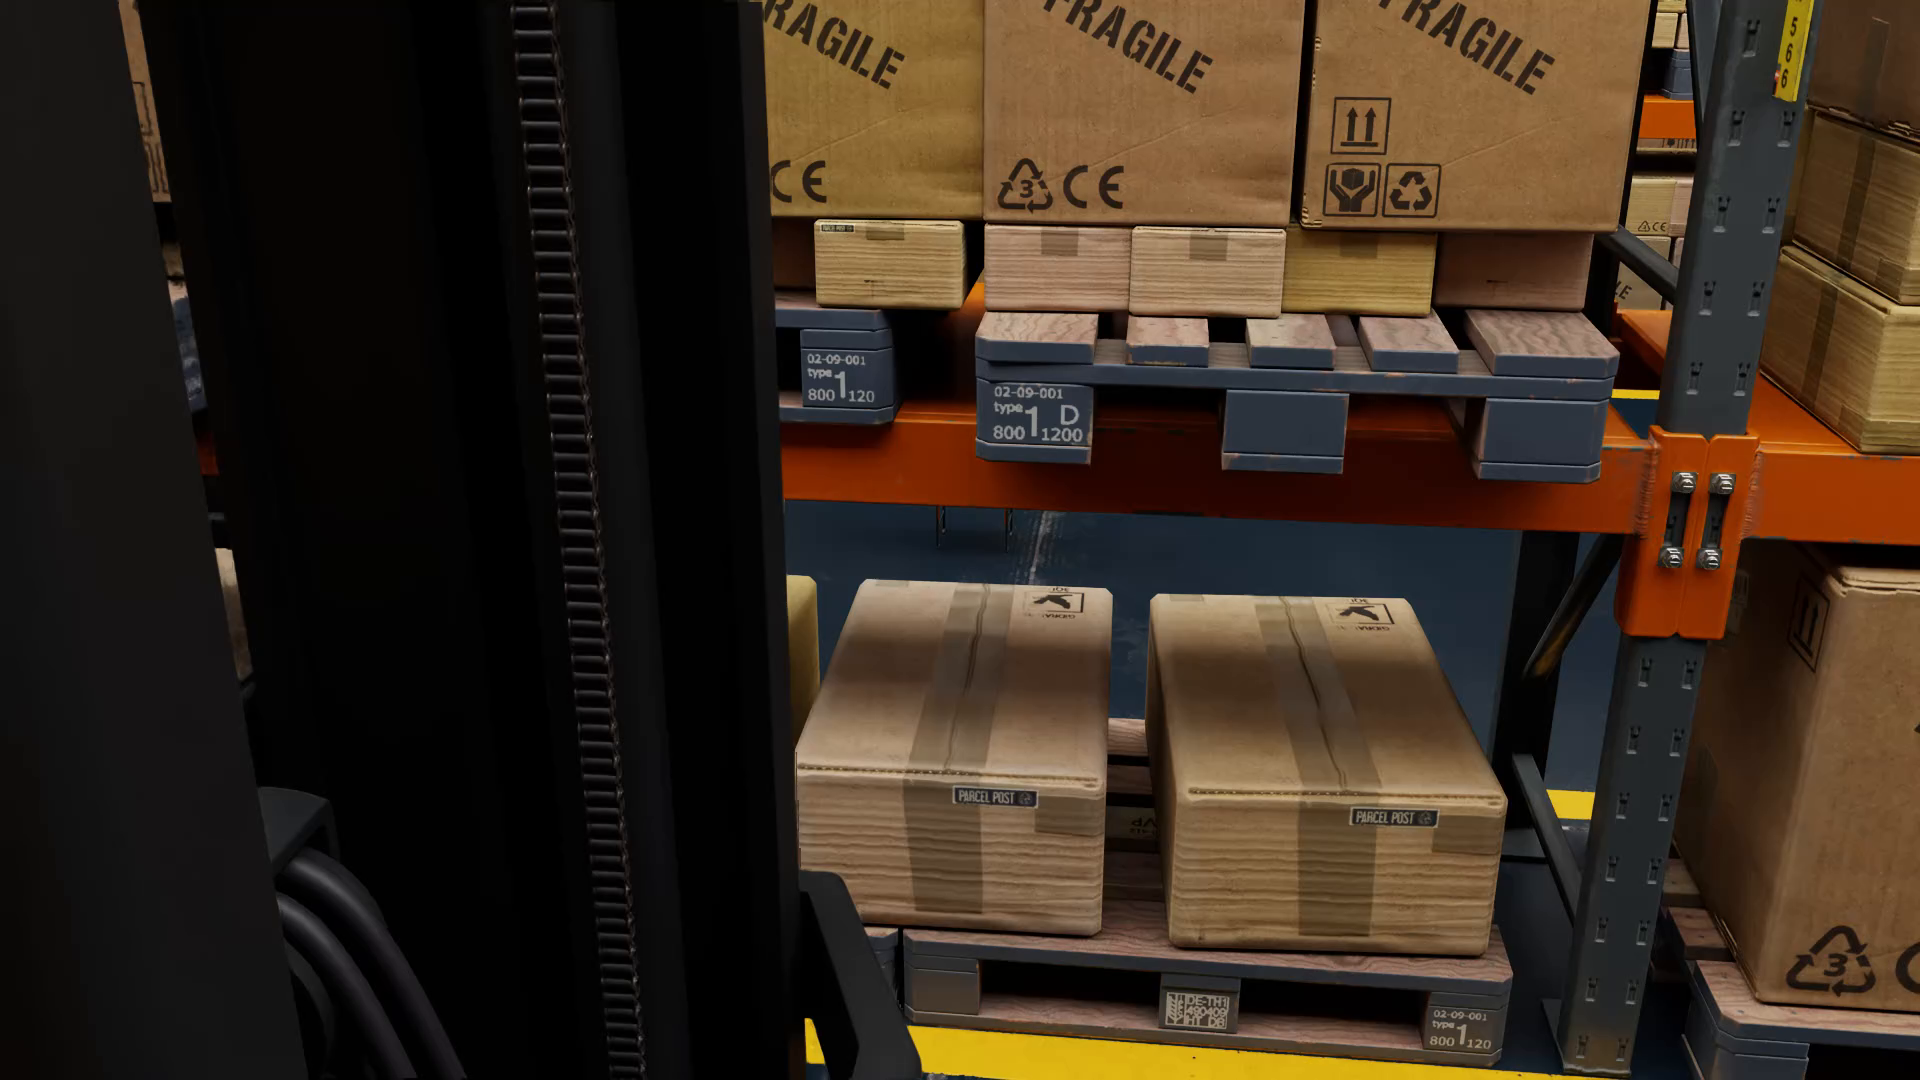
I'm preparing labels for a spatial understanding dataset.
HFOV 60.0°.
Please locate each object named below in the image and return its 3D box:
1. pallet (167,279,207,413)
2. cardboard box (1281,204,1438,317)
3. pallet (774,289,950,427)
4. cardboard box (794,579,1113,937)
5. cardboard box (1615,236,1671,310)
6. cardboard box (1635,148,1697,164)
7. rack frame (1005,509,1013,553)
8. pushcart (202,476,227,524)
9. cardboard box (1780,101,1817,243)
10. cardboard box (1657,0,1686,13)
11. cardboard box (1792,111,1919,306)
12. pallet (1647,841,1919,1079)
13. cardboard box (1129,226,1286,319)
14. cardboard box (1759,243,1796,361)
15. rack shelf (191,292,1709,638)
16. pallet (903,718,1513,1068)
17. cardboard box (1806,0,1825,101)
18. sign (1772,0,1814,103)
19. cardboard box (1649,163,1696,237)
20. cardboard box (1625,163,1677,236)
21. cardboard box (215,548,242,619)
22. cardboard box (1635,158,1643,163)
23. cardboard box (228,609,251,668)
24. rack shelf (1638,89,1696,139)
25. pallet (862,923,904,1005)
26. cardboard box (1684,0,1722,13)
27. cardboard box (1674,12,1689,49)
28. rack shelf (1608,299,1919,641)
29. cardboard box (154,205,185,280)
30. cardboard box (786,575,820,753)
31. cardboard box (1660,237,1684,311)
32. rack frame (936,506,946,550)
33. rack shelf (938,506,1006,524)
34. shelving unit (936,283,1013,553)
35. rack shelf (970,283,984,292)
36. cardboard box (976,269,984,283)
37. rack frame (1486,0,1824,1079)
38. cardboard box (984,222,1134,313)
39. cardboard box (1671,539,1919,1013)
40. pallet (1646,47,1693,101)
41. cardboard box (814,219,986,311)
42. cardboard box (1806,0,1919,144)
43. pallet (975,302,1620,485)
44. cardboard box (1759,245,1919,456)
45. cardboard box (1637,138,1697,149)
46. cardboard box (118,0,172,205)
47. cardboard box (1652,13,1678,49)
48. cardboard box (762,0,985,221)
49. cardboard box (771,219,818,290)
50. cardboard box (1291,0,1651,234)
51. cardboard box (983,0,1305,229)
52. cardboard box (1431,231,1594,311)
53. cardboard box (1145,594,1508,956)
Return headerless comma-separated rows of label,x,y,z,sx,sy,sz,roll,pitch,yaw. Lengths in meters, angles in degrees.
pallet,-1.919,-0.520,3.435,1.213,0.211,1.003,2,22,6
cardboard box,0.683,-0.514,2.930,0.250,0.149,0.380,3,22,7
pallet,-0.660,-0.503,3.394,1.213,0.211,1.003,2,22,6
cardboard box,0.017,0.448,3.730,0.625,0.372,0.950,2,22,5
cardboard box,2.965,-1.222,7.780,0.500,0.500,0.500,3,22,7
cardboard box,3.509,-1.736,8.059,0.500,0.250,0.500,3,22,8
rack frame,0.174,-0.481,5.728,0.008,1.050,0.200,2,22,6
pushcart,-2.442,-0.310,6.211,0.936,0.377,1.648,-5,22,-12
cardboard box,1.822,-0.756,3.297,0.500,0.250,0.500,2,22,6
cardboard box,3.035,-2.424,7.357,0.250,0.149,0.380,3,22,7
cardboard box,1.785,-0.573,2.832,0.500,0.250,0.500,2,22,6
pallet,2.085,0.836,3.537,1.213,0.211,1.003,2,22,6
cardboard box,0.428,-0.508,2.916,0.250,0.149,0.380,2,22,6
cardboard box,1.844,-0.525,3.392,0.500,0.250,0.500,2,22,4
rack shelf,-0.675,-0.274,3.531,4.000,0.370,1.077,2,22,6
pallet,0.535,0.740,3.780,1.213,0.211,1.003,2,22,6
cardboard box,1.855,-1.107,3.163,0.500,0.500,0.500,2,22,5
sign,1.257,-0.825,2.480,0.005,0.325,0.100,2,22,6
cardboard box,3.443,-1.549,7.587,0.500,0.250,0.500,3,22,7
cardboard box,2.953,-1.575,7.653,0.500,0.250,0.500,2,22,6
cardboard box,-2.140,0.354,3.969,0.625,0.372,0.950,3,22,7
cardboard box,3.006,-1.763,8.129,0.500,0.250,0.500,3,22,7
cardboard box,-1.426,0.383,3.893,0.625,0.372,0.950,4,22,10
rack shelf,3.779,-1.912,7.676,4.000,0.370,1.077,2,22,6
pallet,-0.673,0.687,3.916,1.213,0.211,1.003,2,22,6
cardboard box,3.282,-2.413,7.329,0.250,0.149,0.380,3,22,6
cardboard box,3.281,-2.274,7.383,0.250,0.149,0.380,3,22,8
rack shelf,3.297,-0.101,3.094,4.000,0.370,1.077,2,22,6
cardboard box,-1.362,-0.609,3.172,0.250,0.149,0.380,3,22,7
cardboard box,-0.735,0.413,3.819,0.625,0.372,0.950,3,22,8
cardboard box,3.476,-1.202,7.728,0.500,0.500,0.500,2,22,5
rack frame,-0.068,-0.491,5.754,0.008,1.050,0.200,2,22,6
rack shelf,0.053,-0.218,5.847,0.240,0.259,0.215,2,22,6
shelving unit,0.053,-0.486,5.741,0.252,1.050,0.215,2,22,6
rack shelf,0.053,-0.740,5.641,0.240,0.259,0.215,2,22,6
cardboard box,0.331,-1.578,8.341,0.750,0.750,1.050,3,22,7
rack frame,1.311,-0.522,3.180,0.127,3.000,1.000,2,22,6
cardboard box,0.179,-0.522,2.951,0.250,0.149,0.380,1,22,4
cardboard box,1.987,0.331,3.341,0.875,0.875,0.875,2,22,6
pallet,3.764,-2.174,7.619,1.213,0.211,1.003,2,22,6
cardboard box,-0.096,-0.529,2.969,0.250,0.149,0.380,3,22,7
cardboard box,1.772,-0.923,2.698,0.500,0.500,0.500,2,22,5
pallet,0.591,-0.425,3.195,1.003,0.211,1.213,2,22,6
cardboard box,1.767,-0.339,2.922,0.500,0.250,0.500,2,22,5
cardboard box,4.924,-3.233,12.356,0.875,0.875,1.225,2,22,4
cardboard box,-1.242,-0.902,3.030,0.500,0.500,0.500,2,22,6
cardboard box,3.016,-2.285,7.409,0.250,0.149,0.380,3,22,9
cardboard box,-0.189,-0.860,2.923,0.500,0.500,0.500,1,22,3
cardboard box,-0.331,-0.586,3.112,0.250,0.149,0.380,3,22,7
cardboard box,0.827,-0.820,2.823,0.500,0.500,0.500,2,22,5
cardboard box,0.312,-0.839,2.869,0.500,0.500,0.500,2,22,5
cardboard box,0.958,-0.529,2.968,0.250,0.149,0.380,3,22,8
cardboard box,0.751,0.477,3.657,0.625,0.372,0.950,1,22,3
